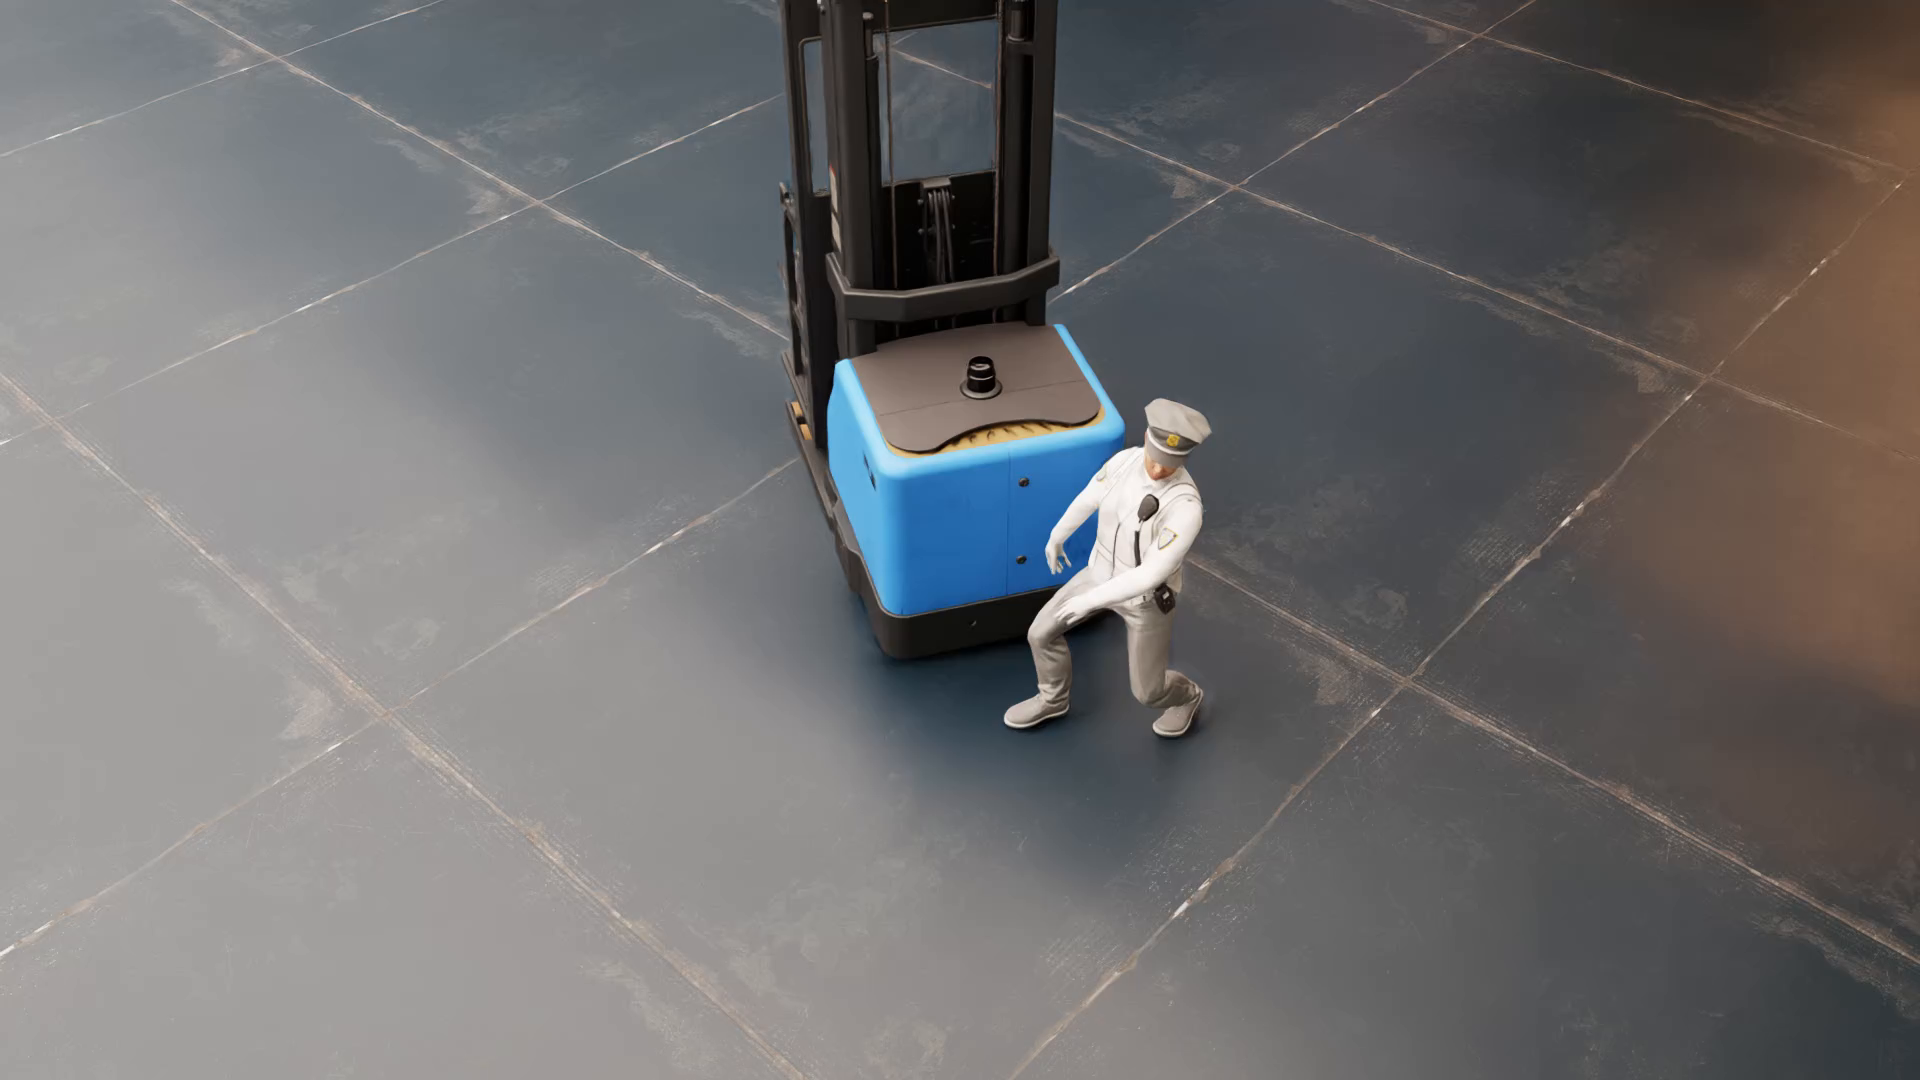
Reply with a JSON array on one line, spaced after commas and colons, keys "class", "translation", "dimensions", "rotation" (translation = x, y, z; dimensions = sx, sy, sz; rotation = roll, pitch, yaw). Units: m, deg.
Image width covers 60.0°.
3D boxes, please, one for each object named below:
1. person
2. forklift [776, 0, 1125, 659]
[{"class": "person", "translation": [0.584, 0.140, 6.306], "dimensions": [0.704, 1.567, 0.647], "rotation": [-29, 49, -30]}, {"class": "forklift", "translation": [-0.235, -1.582, 7.272], "dimensions": [1.130, 2.935, 3.031], "rotation": [-11, 42, -13]}]
